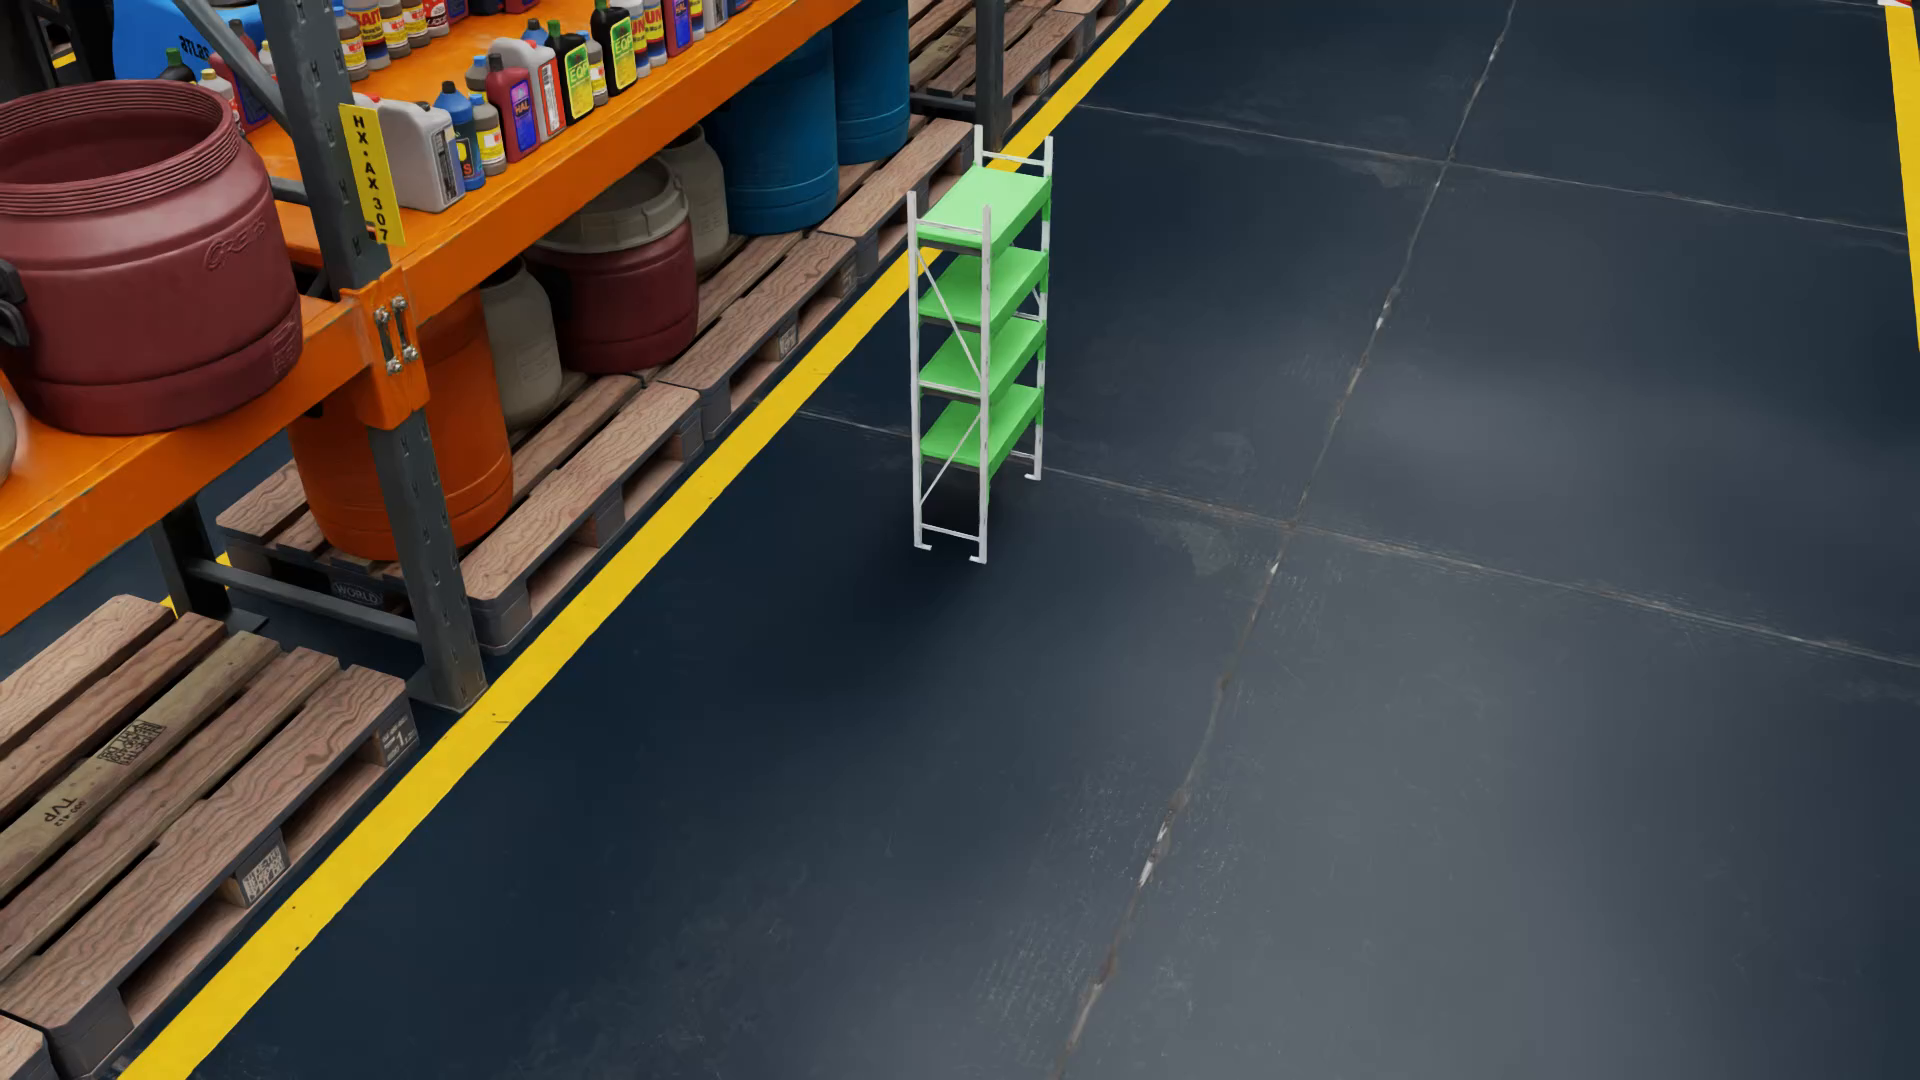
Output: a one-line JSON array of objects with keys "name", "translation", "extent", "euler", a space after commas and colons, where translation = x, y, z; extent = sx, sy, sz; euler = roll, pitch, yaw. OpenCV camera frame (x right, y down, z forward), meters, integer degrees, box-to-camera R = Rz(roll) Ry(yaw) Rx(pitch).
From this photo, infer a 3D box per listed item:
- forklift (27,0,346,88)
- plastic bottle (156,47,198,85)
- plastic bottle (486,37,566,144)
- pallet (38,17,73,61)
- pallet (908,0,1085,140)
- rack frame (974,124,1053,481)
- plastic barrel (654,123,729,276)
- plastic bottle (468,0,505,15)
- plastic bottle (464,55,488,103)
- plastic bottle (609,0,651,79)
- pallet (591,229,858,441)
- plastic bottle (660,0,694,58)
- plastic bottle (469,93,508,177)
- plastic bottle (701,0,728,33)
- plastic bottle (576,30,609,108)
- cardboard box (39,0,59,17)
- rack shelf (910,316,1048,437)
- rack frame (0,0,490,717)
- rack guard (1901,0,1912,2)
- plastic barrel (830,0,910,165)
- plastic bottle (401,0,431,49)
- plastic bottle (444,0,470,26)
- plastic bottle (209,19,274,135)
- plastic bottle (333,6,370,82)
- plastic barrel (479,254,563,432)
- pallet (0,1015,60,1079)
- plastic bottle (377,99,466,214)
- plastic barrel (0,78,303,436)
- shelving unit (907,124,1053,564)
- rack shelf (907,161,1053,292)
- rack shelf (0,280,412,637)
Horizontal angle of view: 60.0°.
[{"name": "forklift", "translation": [-3.449, -2.985, 6.796], "extent": [3.031, 2.935, 1.130], "euler": [28, 45, 32]}, {"name": "plastic bottle", "translation": [-2.053, -1.135, 4.361], "extent": [0.061, 0.283, 0.133], "euler": [14, 39, 18]}, {"name": "plastic bottle", "translation": [-1.173, -1.233, 4.498], "extent": [0.152, 0.276, 0.135], "euler": [14, 39, 18]}, {"name": "pallet", "translation": [-5.144, -2.630, 8.592], "extent": [1.003, 0.211, 1.213], "euler": [14, 39, 18]}, {"name": "pallet", "translation": [-0.047, -2.375, 8.251], "extent": [1.003, 0.211, 1.213], "euler": [14, 39, 18]}, {"name": "rack frame", "translation": [0.156, -0.707, 5.194], "extent": [0.240, 1.200, 0.015], "euler": [14, 39, 18]}, {"name": "plastic barrel", "translation": [-1.080, -1.266, 6.165], "extent": [0.421, 0.512, 0.421], "euler": [0, 37, 0]}, {"name": "plastic bottle", "translation": [-1.519, -1.874, 5.293], "extent": [0.144, 0.351, 0.185], "euler": [14, 39, 18]}, {"name": "plastic bottle", "translation": [-1.295, -1.222, 4.545], "extent": [0.097, 0.201, 0.097], "euler": [0, 37, 0]}, {"name": "plastic bottle", "translation": [-0.965, -1.491, 4.847], "extent": [0.097, 0.271, 0.097], "euler": [0, 37, 0]}, {"name": "pallet", "translation": [-1.085, -0.863, 6.228], "extent": [1.003, 0.211, 1.213], "euler": [14, 39, 18]}, {"name": "plastic bottle", "translation": [-0.867, -1.609, 4.995], "extent": [0.061, 0.283, 0.133], "euler": [14, 39, 18]}, {"name": "plastic bottle", "translation": [-1.242, -1.059, 4.327], "extent": [0.097, 0.201, 0.097], "euler": [0, 37, 0]}, {"name": "plastic bottle", "translation": [-0.821, -1.745, 5.183], "extent": [0.152, 0.276, 0.135], "euler": [14, 39, 18]}, {"name": "plastic bottle", "translation": [-1.053, -1.335, 4.697], "extent": [0.097, 0.201, 0.097], "euler": [0, 37, 0]}, {"name": "cardboard box", "translation": [-4.793, -3.042, 8.535], "extent": [0.500, 0.500, 0.500], "euler": [14, 39, 17]}, {"name": "rack shelf", "translation": [0.063, -0.521, 5.052], "extent": [0.258, 0.148, 0.480], "euler": [14, 39, 18]}, {"name": "rack frame", "translation": [-1.813, -0.861, 3.896], "extent": [1.000, 3.000, 0.127], "euler": [14, 39, 18]}, {"name": "rack guard", "translation": [5.821, -3.174, 9.079], "extent": [1.175, 0.500, 0.348], "euler": [14, 39, 18]}, {"name": "plastic barrel", "translation": [-0.513, -2.106, 6.964], "extent": [0.600, 0.901, 0.708], "euler": [14, 39, 18]}, {"name": "plastic bottle", "translation": [-1.682, -1.613, 5.069], "extent": [0.097, 0.201, 0.097], "euler": [0, 37, 0]}, {"name": "plastic bottle", "translation": [-1.618, -1.768, 5.208], "extent": [0.061, 0.283, 0.133], "euler": [14, 39, 18]}, {"name": "plastic bottle", "translation": [-1.965, -1.263, 4.532], "extent": [0.061, 0.283, 0.133], "euler": [14, 39, 18]}, {"name": "plastic bottle", "translation": [-1.793, -1.452, 4.853], "extent": [0.097, 0.201, 0.097], "euler": [0, 37, 0]}, {"name": "plastic barrel", "translation": [-1.510, -0.640, 5.328], "extent": [0.421, 0.512, 0.421], "euler": [0, 37, 0]}, {"name": "pallet", "translation": [-2.609, 1.349, 3.269], "extent": [1.003, 0.211, 1.213], "euler": [14, 39, 18]}, {"name": "plastic bottle", "translation": [-1.349, -0.977, 4.155], "extent": [0.152, 0.276, 0.135], "euler": [14, 39, 18]}, {"name": "plastic barrel", "translation": [-1.709, -0.589, 3.420], "extent": [0.600, 0.536, 0.708], "euler": [14, 39, 18]}, {"name": "shelving unit", "translation": [0.063, -0.572, 5.013], "extent": [0.258, 1.200, 0.503], "euler": [14, 39, 18]}, {"name": "rack shelf", "translation": [0.063, -0.906, 4.764], "extent": [0.258, 0.148, 0.480], "euler": [14, 39, 18]}, {"name": "rack shelf", "translation": [-2.574, 0.535, 2.630], "extent": [1.077, 0.370, 4.000], "euler": [14, 39, 18]}]
